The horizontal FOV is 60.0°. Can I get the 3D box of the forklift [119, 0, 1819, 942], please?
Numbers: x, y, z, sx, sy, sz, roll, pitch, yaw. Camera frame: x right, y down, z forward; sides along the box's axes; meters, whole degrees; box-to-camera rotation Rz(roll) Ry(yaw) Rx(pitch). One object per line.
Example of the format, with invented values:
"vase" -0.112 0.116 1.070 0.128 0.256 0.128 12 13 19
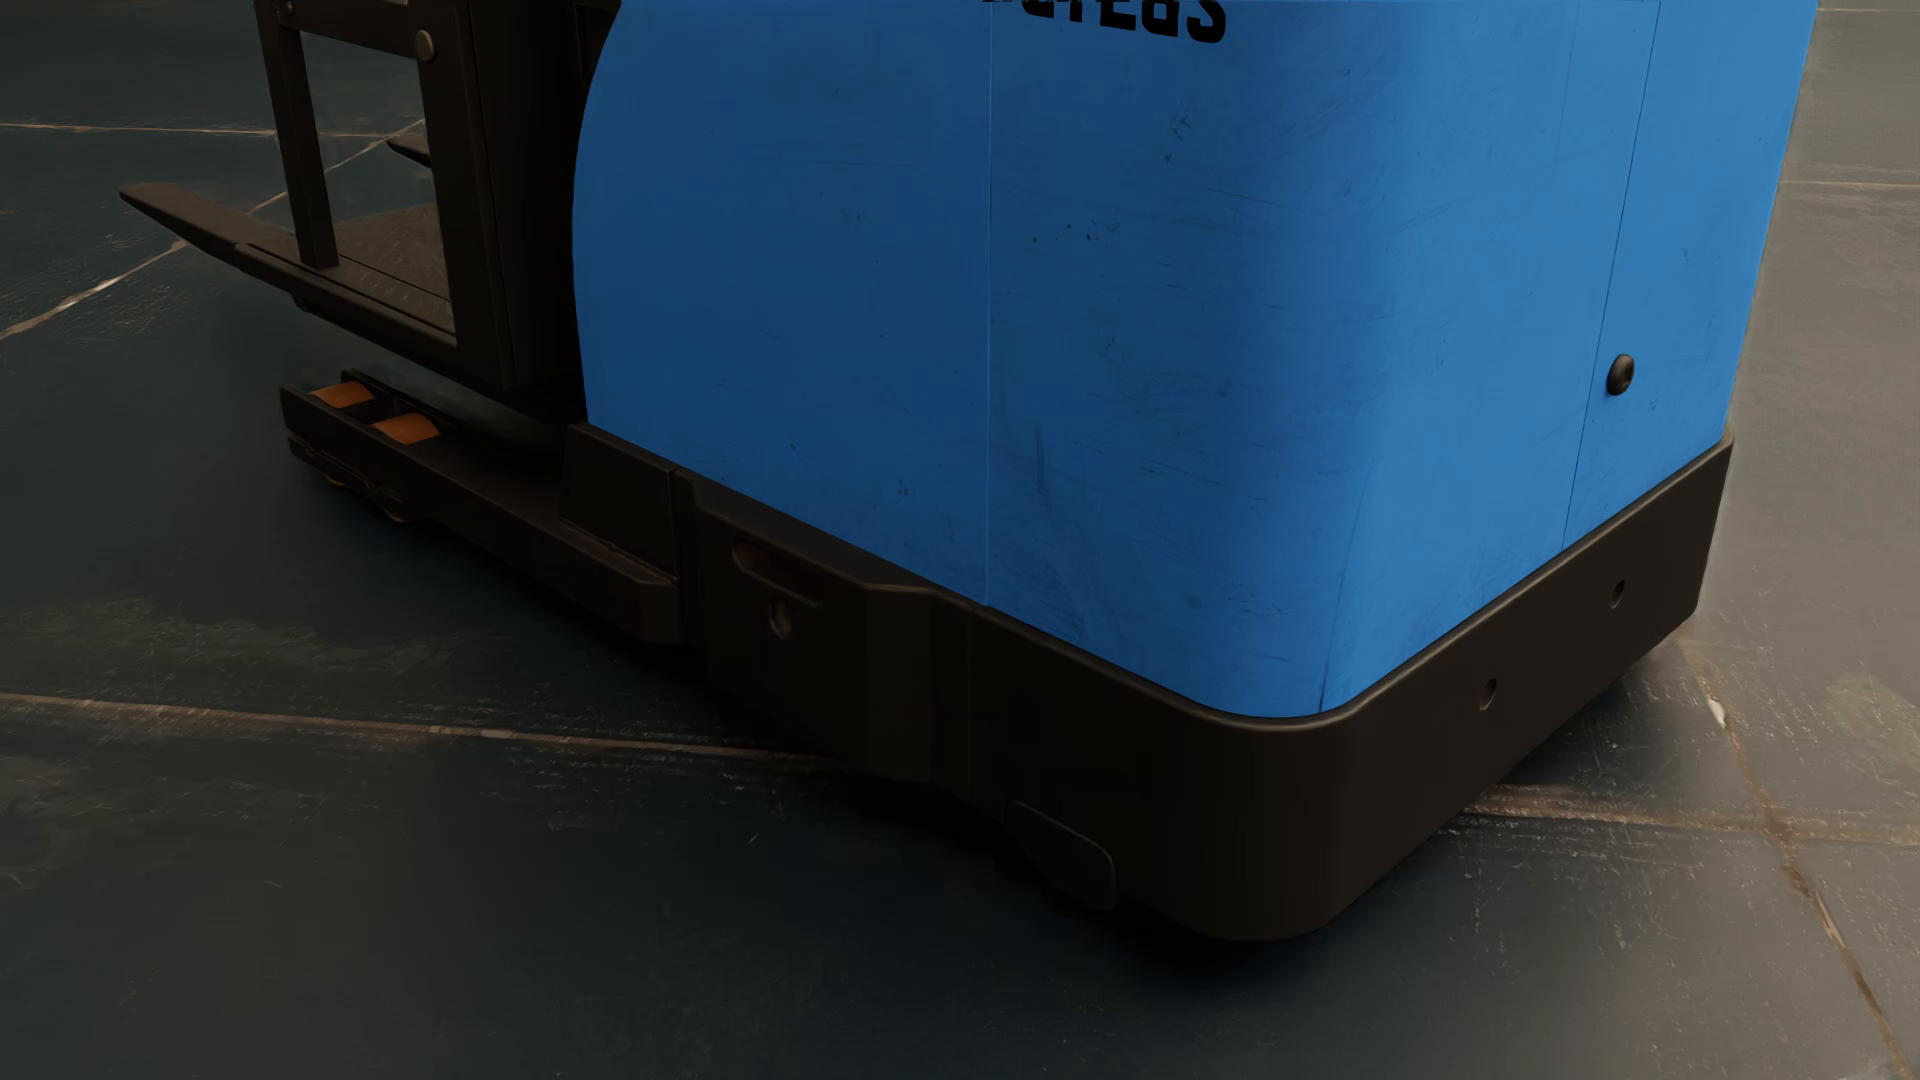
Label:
"forklift" -0.439 -1.485 2.193 3.031 2.935 1.130 23 35 39
